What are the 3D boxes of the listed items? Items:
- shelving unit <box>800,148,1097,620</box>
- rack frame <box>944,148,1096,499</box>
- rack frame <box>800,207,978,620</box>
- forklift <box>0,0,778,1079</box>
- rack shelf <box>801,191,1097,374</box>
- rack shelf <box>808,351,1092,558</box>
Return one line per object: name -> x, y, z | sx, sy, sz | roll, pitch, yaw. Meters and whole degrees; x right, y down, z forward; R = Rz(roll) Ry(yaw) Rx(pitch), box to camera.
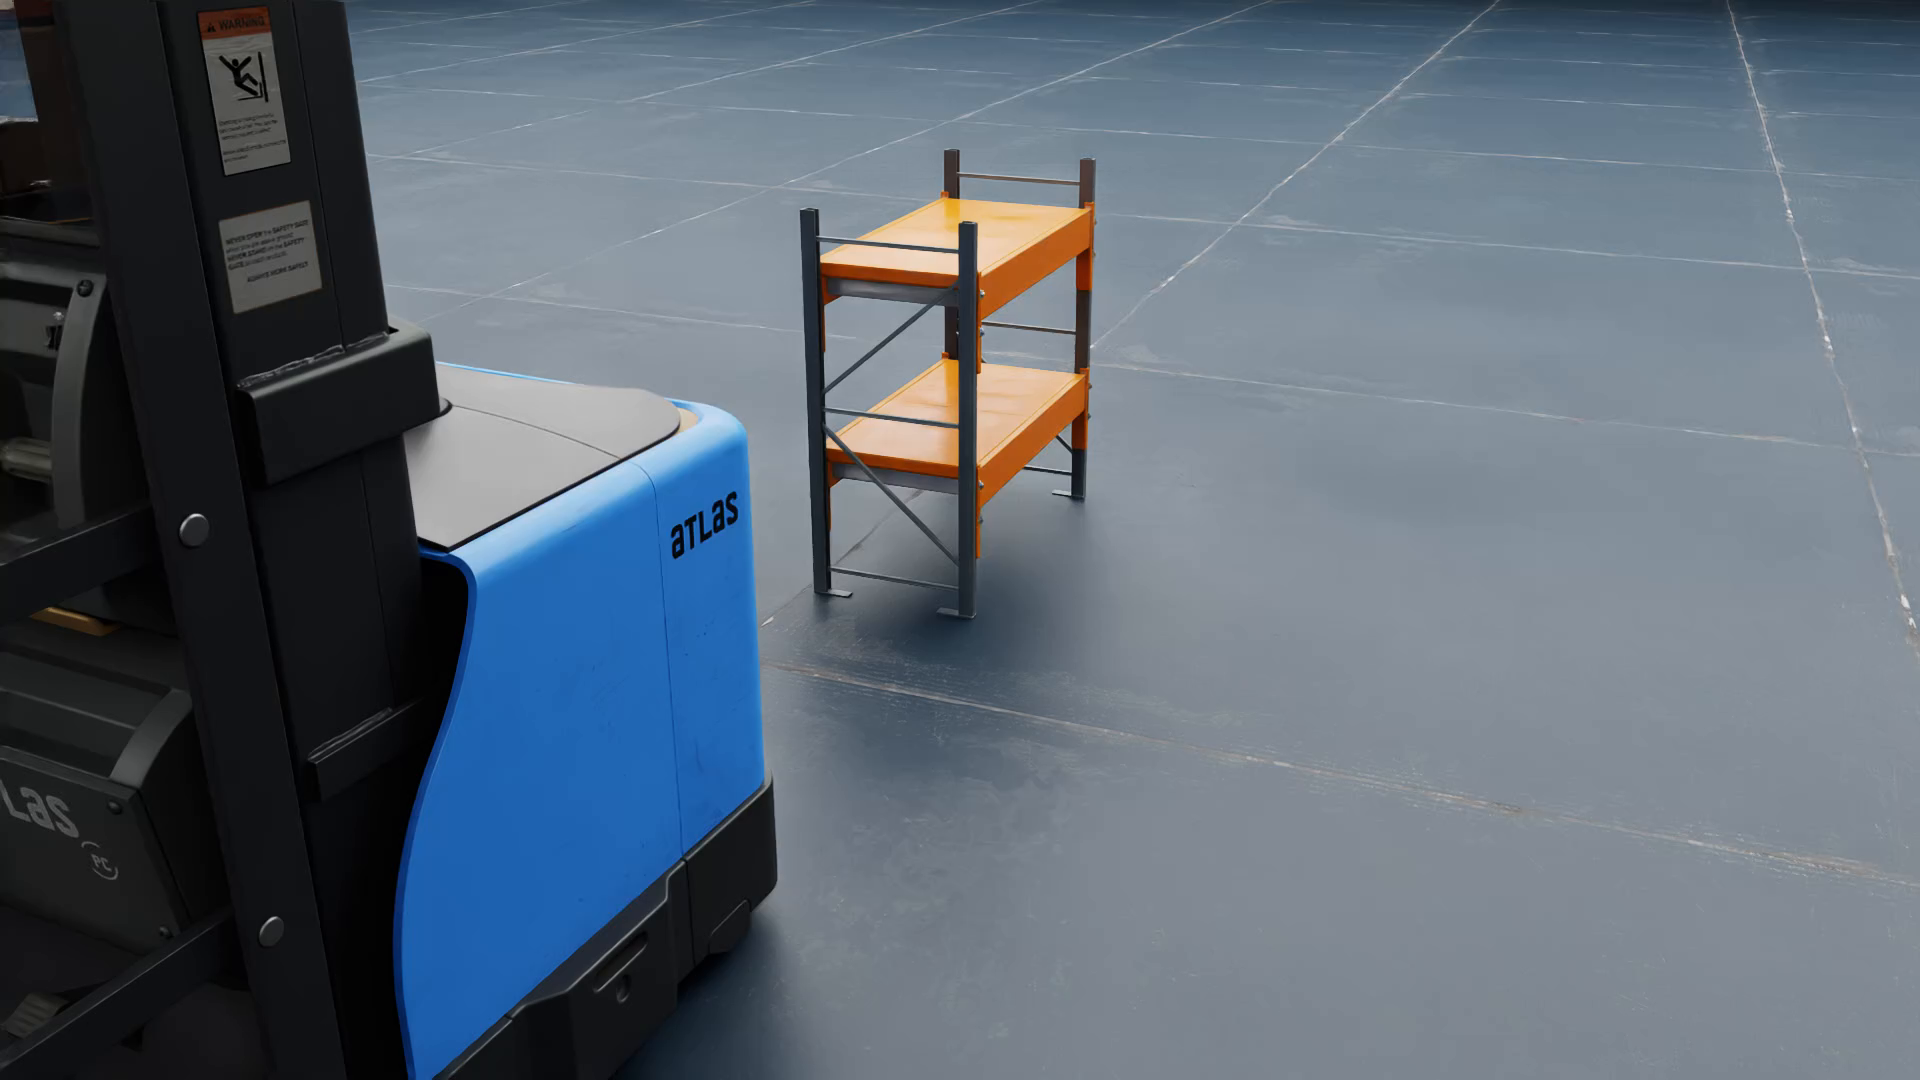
shelving unit -> -0.003, -0.517, 5.027 | 0.538, 1.125, 1.048 | 9, 24, 20
rack frame -> 0.186, -0.699, 5.463 | 0.500, 1.125, 0.032 | 9, 24, 20
rack frame -> -0.191, -0.335, 4.592 | 0.500, 1.125, 0.032 | 9, 24, 20
forklift -> -1.463, -0.171, 1.856 | 1.130, 2.935, 3.031 | 10, 25, 23
rack shelf -> -0.003, -0.787, 4.915 | 0.538, 0.278, 1.000 | 9, 24, 20
rack shelf -> -0.003, -0.291, 5.122 | 0.538, 0.278, 1.000 | 9, 24, 20
